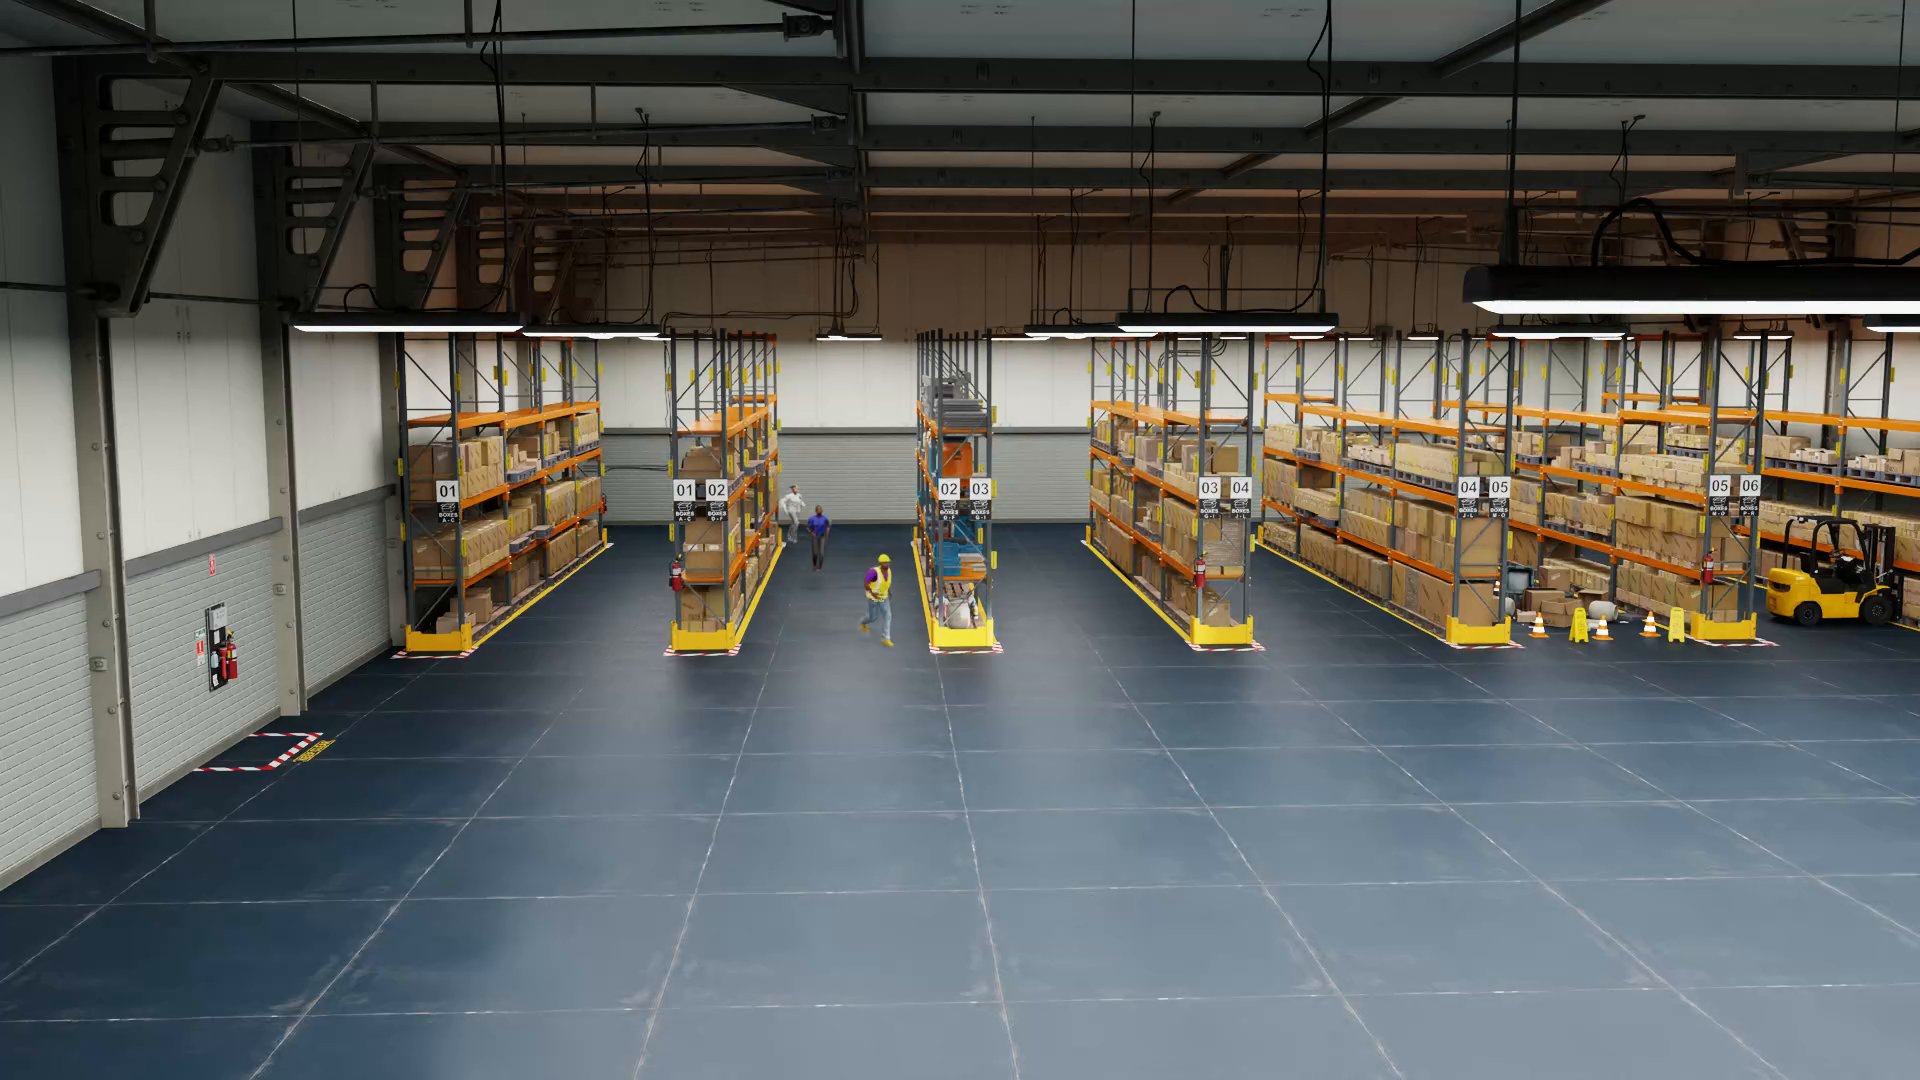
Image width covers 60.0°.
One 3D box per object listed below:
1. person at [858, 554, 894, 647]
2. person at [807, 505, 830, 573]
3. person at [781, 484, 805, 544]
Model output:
[{"bbox_3d":[-1.591,1.130,31.830,0.700,1.754,1.066,-5,8,-37],"label":"person"},{"bbox_3d":[-3.360,-0.024,39.636,0.562,1.614,0.537,-2,7,-13],"label":"person"},{"bbox_3d":[-4.782,-0.760,48.009,0.751,1.722,0.617,6,9,44],"label":"person"}]
